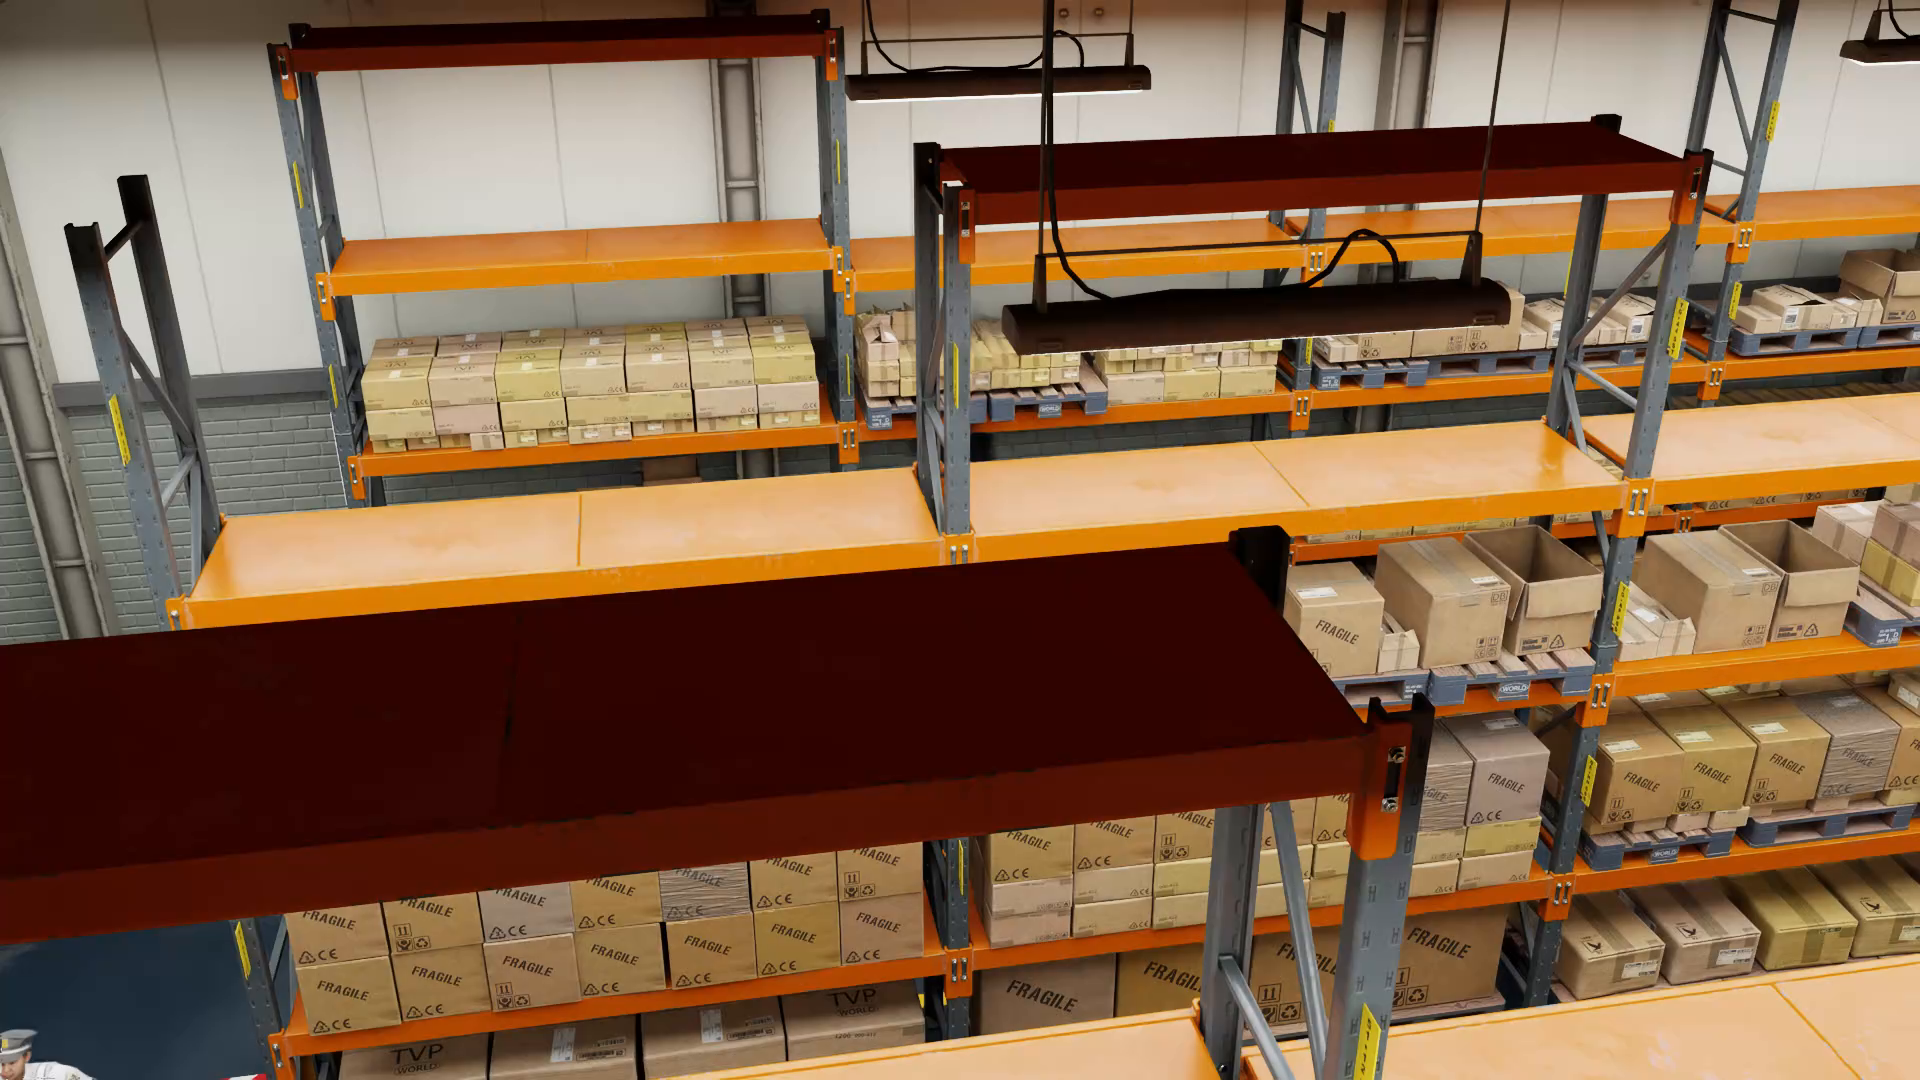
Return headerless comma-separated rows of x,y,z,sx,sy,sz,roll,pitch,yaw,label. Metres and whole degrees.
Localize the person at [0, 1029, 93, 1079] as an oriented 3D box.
-5.172,3.431,9.298,0.621,1.664,0.555,-1,26,-2,person
